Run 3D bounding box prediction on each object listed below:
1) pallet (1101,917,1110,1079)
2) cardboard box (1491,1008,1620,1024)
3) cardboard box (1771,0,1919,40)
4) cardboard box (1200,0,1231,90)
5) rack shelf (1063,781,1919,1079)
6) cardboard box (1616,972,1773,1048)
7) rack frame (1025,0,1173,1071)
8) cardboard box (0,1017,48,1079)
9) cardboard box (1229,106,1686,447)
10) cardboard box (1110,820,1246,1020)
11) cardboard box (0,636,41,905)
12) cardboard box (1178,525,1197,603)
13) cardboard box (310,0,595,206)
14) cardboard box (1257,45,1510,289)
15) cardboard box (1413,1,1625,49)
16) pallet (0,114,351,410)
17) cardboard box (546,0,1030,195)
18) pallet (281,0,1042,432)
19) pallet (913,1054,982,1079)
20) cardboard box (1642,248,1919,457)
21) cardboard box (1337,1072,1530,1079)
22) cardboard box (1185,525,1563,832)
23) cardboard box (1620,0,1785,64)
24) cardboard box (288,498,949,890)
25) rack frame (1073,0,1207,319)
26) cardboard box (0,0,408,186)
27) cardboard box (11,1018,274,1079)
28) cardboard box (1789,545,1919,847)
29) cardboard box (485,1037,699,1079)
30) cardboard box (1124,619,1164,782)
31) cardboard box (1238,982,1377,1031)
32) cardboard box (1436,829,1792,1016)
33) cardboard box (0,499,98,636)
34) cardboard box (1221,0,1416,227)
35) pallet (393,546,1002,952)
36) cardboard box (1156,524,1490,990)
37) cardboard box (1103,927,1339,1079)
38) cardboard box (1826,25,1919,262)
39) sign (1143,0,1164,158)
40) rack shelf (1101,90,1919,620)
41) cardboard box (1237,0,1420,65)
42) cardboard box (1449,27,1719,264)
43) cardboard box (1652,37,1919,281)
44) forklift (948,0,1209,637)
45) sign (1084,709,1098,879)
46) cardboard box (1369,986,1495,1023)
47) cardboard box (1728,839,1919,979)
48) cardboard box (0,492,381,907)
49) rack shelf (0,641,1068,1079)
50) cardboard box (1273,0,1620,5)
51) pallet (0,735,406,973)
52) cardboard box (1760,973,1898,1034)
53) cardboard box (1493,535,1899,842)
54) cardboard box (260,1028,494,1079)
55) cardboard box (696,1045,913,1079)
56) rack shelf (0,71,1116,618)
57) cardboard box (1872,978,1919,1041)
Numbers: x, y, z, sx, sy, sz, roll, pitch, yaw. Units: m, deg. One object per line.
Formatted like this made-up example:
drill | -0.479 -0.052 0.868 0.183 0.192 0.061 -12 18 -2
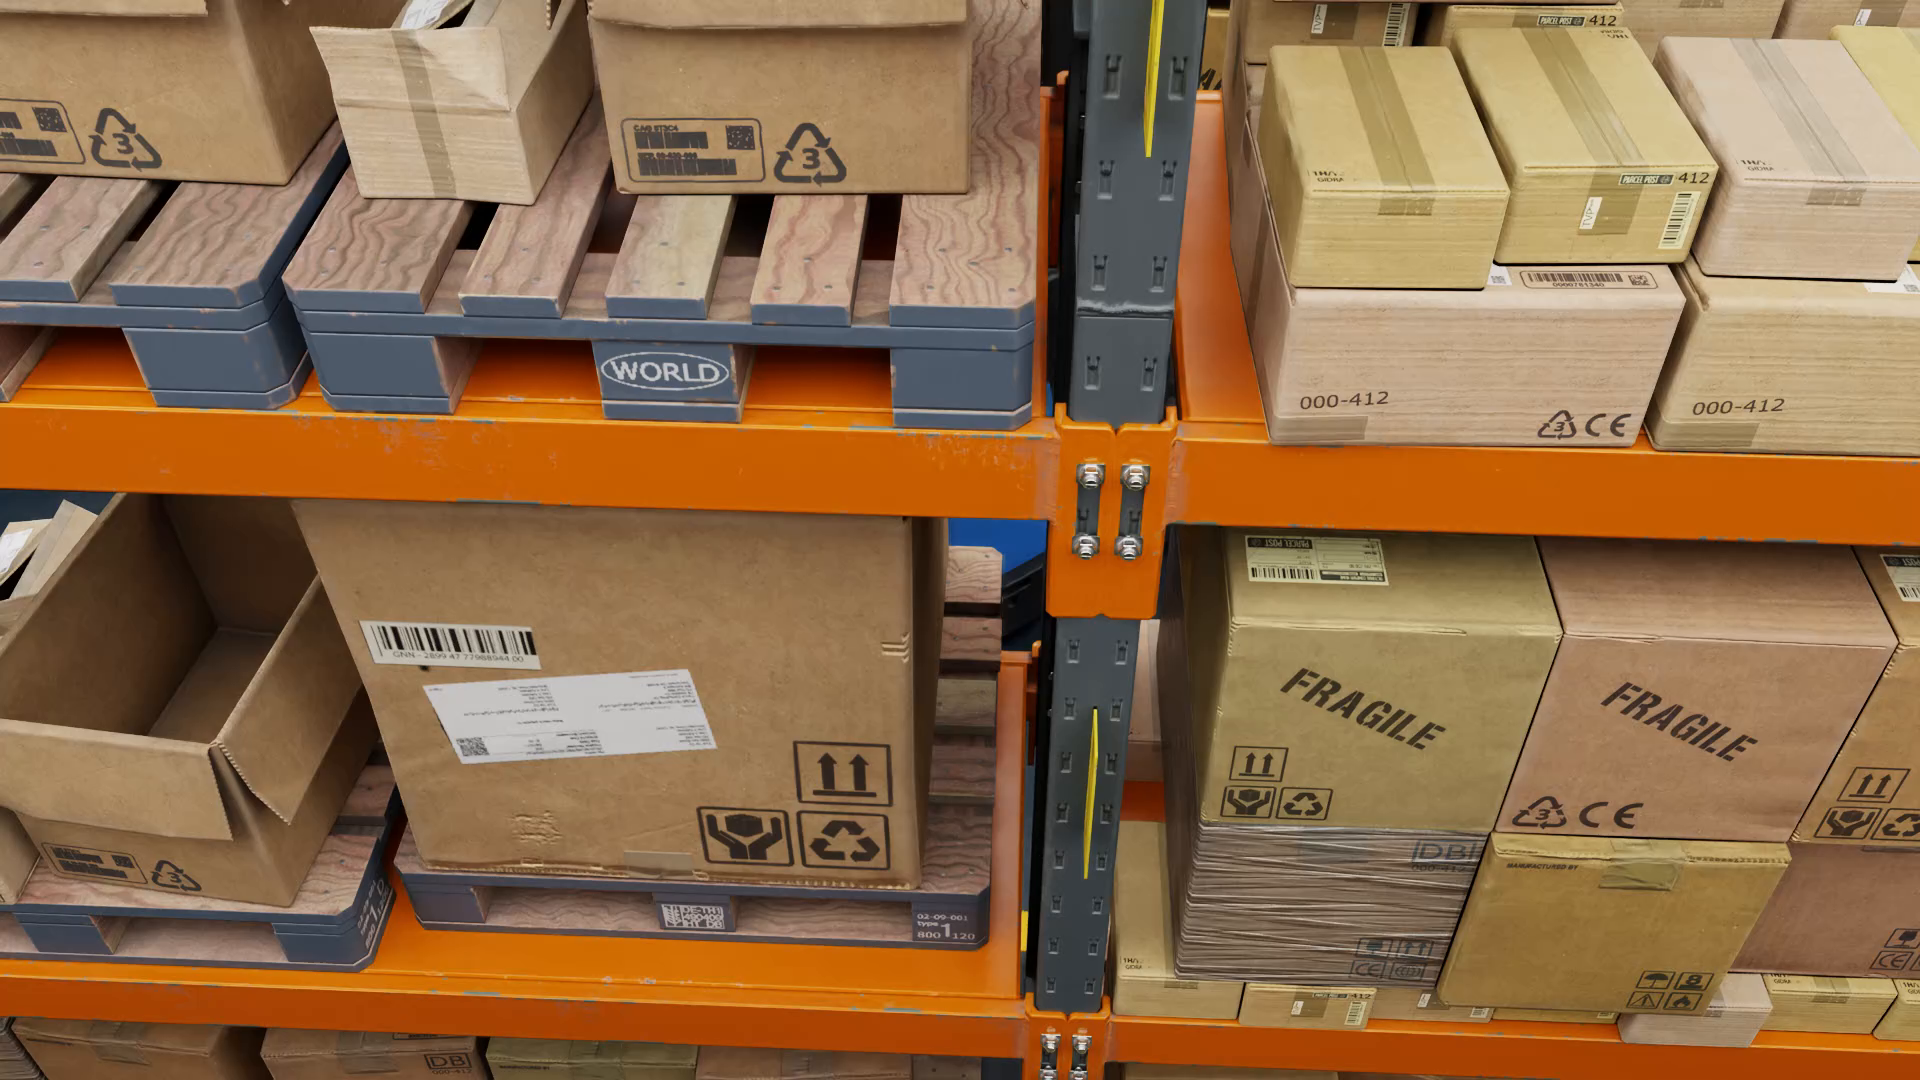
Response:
pallet | 0.909 1.485 4.501 1.213 0.211 1.003 2 43 2
cardboard box | 1.188 0.779 3.398 0.250 0.149 0.380 2 43 2
cardboard box | 1.369 -0.897 2.629 0.250 0.149 0.380 1 43 1
cardboard box | 1.186 -2.215 7.678 0.875 0.875 0.875 2 43 3
rack shelf | 2.235 0.793 3.726 4.000 0.370 1.077 2 43 2
cardboard box | 1.436 0.814 3.360 0.250 0.149 0.380 2 43 2
rack frame | 0.237 0.469 3.546 0.127 3.000 1.000 2 43 2
cardboard box | -2.534 1.115 4.364 0.500 0.500 0.700 -2 43 -2
cardboard box | 0.675 -0.386 2.373 0.500 0.250 0.500 0 43 0
cardboard box | 0.438 0.772 3.405 0.250 0.149 0.380 2 43 2
cardboard box | -2.095 0.455 3.363 0.500 0.250 0.500 1 43 1
cardboard box | 0.699 -0.216 3.256 0.500 0.500 0.500 2 43 2
cardboard box | -0.707 -0.694 2.384 0.258 0.266 0.396 3 43 3
cardboard box | 0.547 -0.500 2.203 0.250 0.149 0.380 1 43 1
cardboard box | 0.837 -0.836 2.564 0.250 0.149 0.380 2 43 2
pallet | -1.411 -0.681 2.718 1.003 0.211 1.213 2 43 2
cardboard box | -0.228 -0.902 2.433 0.637 0.503 0.797 0 43 0
pallet | -0.375 -0.652 2.686 1.003 0.211 1.213 2 43 2
pallet | -0.541 1.466 4.521 1.213 0.211 1.003 2 43 2
cardboard box | 1.204 -0.373 2.359 0.500 0.250 0.500 1 43 2
cardboard box | 1.207 1.282 4.199 0.500 0.500 0.500 15 45 15
cardboard box | 0.675 0.144 2.869 0.500 0.500 0.500 2 43 2
cardboard box | 1.092 -0.888 2.619 0.250 0.149 0.380 0 43 0
cardboard box | -0.551 -0.024 3.327 1.000 1.000 1.000 2 43 2
rack frame | 0.237 -1.726 1.501 0.127 3.000 1.000 2 43 2
cardboard box | -1.170 -0.931 2.464 0.637 0.503 0.797 3 43 4
cardboard box | -1.968 1.127 4.350 0.500 0.500 0.700 5 43 5
cardboard box | 1.674 0.174 2.837 0.500 0.500 0.500 2 43 2
cardboard box | -0.851 1.161 4.314 0.500 0.500 0.700 2 43 2
cardboard box | 0.465 0.367 3.840 0.250 0.149 0.380 2 43 2
cardboard box | 0.687 0.789 3.387 0.250 0.149 0.380 2 43 2
cardboard box | 1.181 0.418 3.309 0.500 0.500 0.875 2 43 2
cardboard box | -2.081 0.109 3.723 0.258 0.266 0.396 1 43 1
cardboard box | 0.704 -0.738 2.751 0.500 0.250 0.500 3 43 3
pallet | -0.520 0.416 3.743 1.213 0.211 1.003 2 43 2
cardboard box | 0.683 0.379 3.351 0.500 0.500 0.875 2 43 2
cardboard box | 0.634 1.269 4.213 0.500 0.500 0.500 1 43 1
cardboard box | 1.334 -0.537 2.243 0.250 0.149 0.380 3 43 3
sign | 0.215 -0.584 1.808 0.005 0.325 0.100 2 43 2
rack shelf | 2.235 -0.304 2.703 4.000 0.370 1.077 2 43 2
cardboard box | 0.574 -0.907 2.640 0.250 0.149 0.380 3 43 3
cardboard box | 0.817 -0.538 2.244 0.250 0.149 0.380 0 43 0
cardboard box | 1.088 -0.515 2.220 0.250 0.149 0.380 2 43 2
forklift | 0.528 -1.372 5.573 3.031 2.935 1.130 -28 50 -27
sign | 0.215 0.423 2.746 0.005 0.325 0.100 2 43 2
cardboard box | 0.938 0.777 3.399 0.250 0.149 0.380 2 43 2
cardboard box | 1.685 0.365 3.366 0.500 0.500 0.875 2 43 2
cardboard box | -1.499 0.287 3.358 0.637 0.503 0.797 6 43 6
rack shelf | -1.761 0.670 3.857 4.000 0.370 1.077 2 43 2
cardboard box | 0.698 -1.117 2.390 0.500 0.500 0.500 1 43 1
pallet | -1.780 0.449 3.708 1.213 0.211 1.003 2 43 2
cardboard box | 1.688 0.794 3.382 0.250 0.149 0.380 2 43 2
cardboard box | 1.174 0.159 2.854 0.500 0.500 0.500 2 43 2
cardboard box | -1.410 1.144 4.332 0.500 0.500 0.700 -2 43 -2
cardboard box | -0.376 1.189 4.284 0.500 0.500 0.700 -1 43 -1
rack shelf | -1.761 -0.427 2.835 4.000 0.370 1.077 2 43 2
cardboard box | 1.937 0.809 3.365 0.250 0.149 0.380 2 43 2
